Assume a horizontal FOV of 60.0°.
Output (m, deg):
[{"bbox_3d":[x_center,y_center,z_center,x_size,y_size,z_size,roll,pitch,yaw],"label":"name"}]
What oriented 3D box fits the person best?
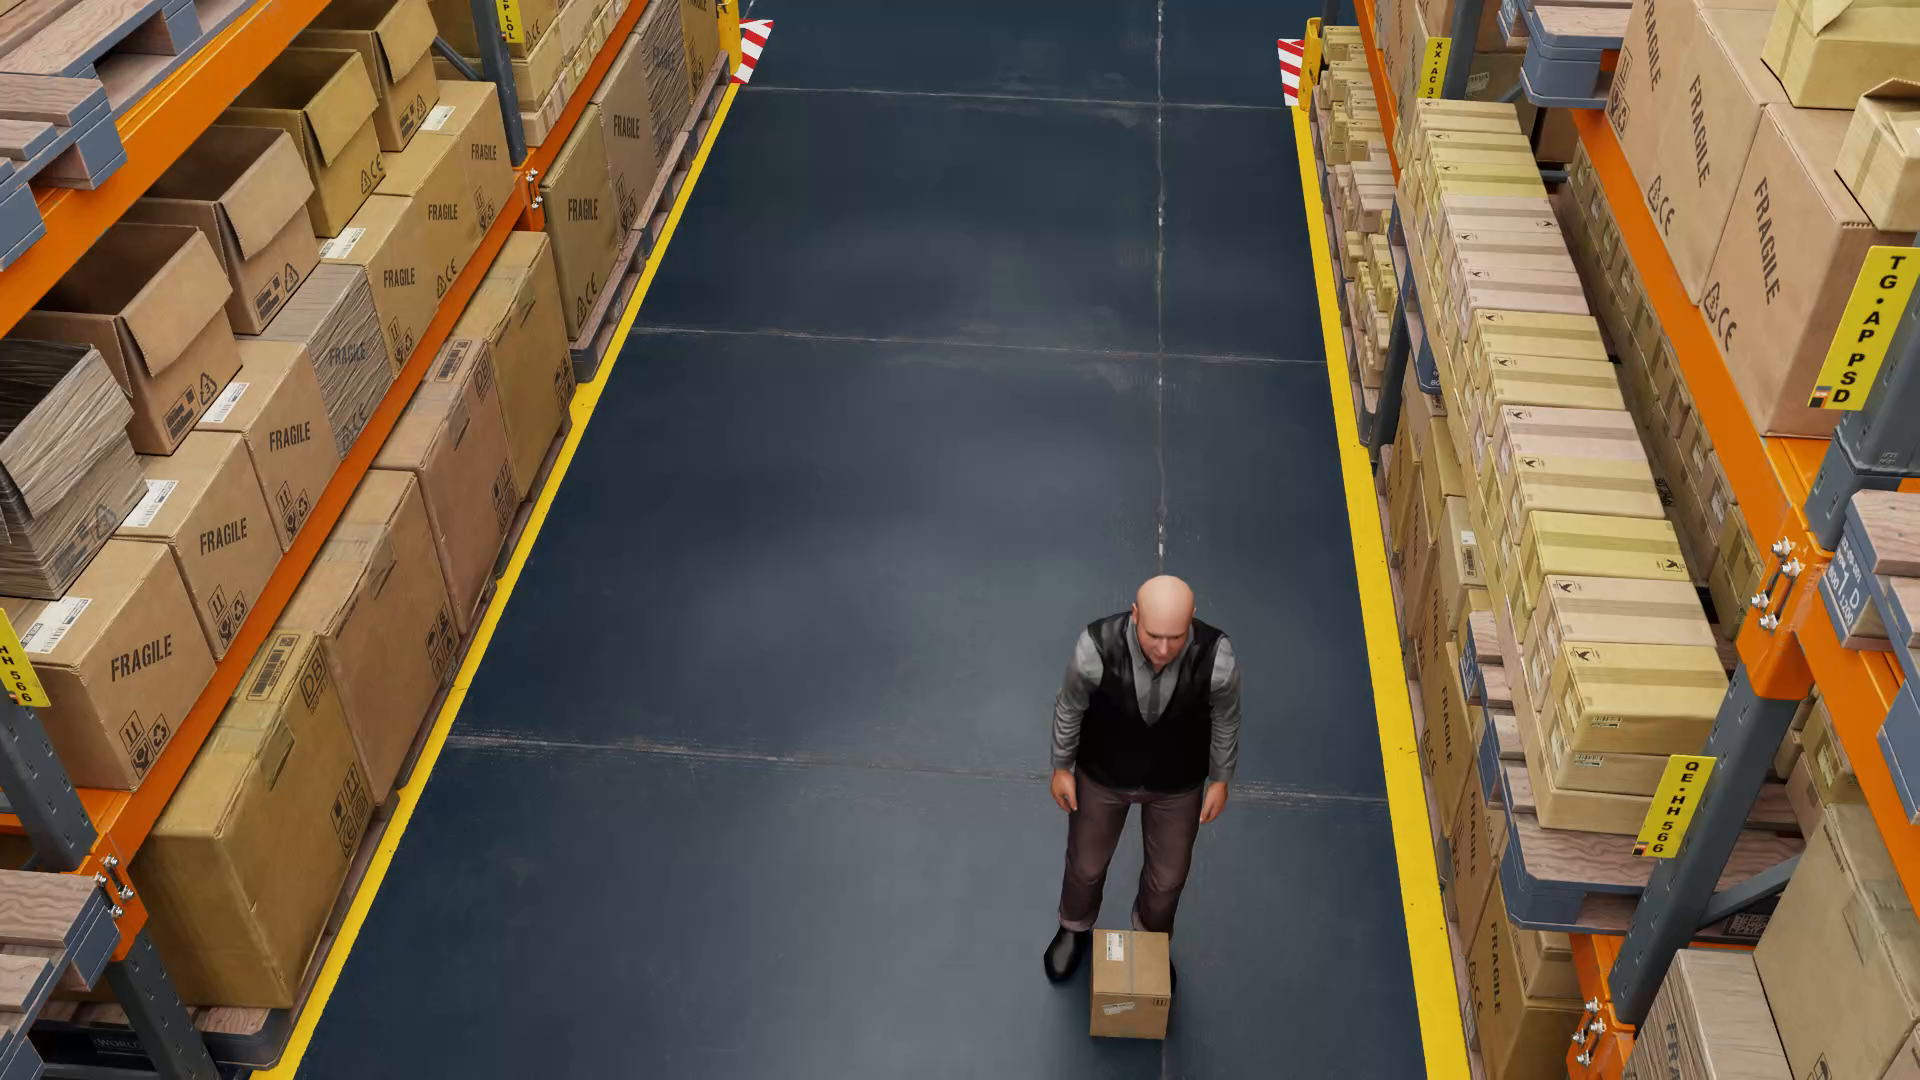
[{"bbox_3d":[0.573,0.790,5.306,0.581,1.619,0.462,3,40,4],"label":"person"}]
